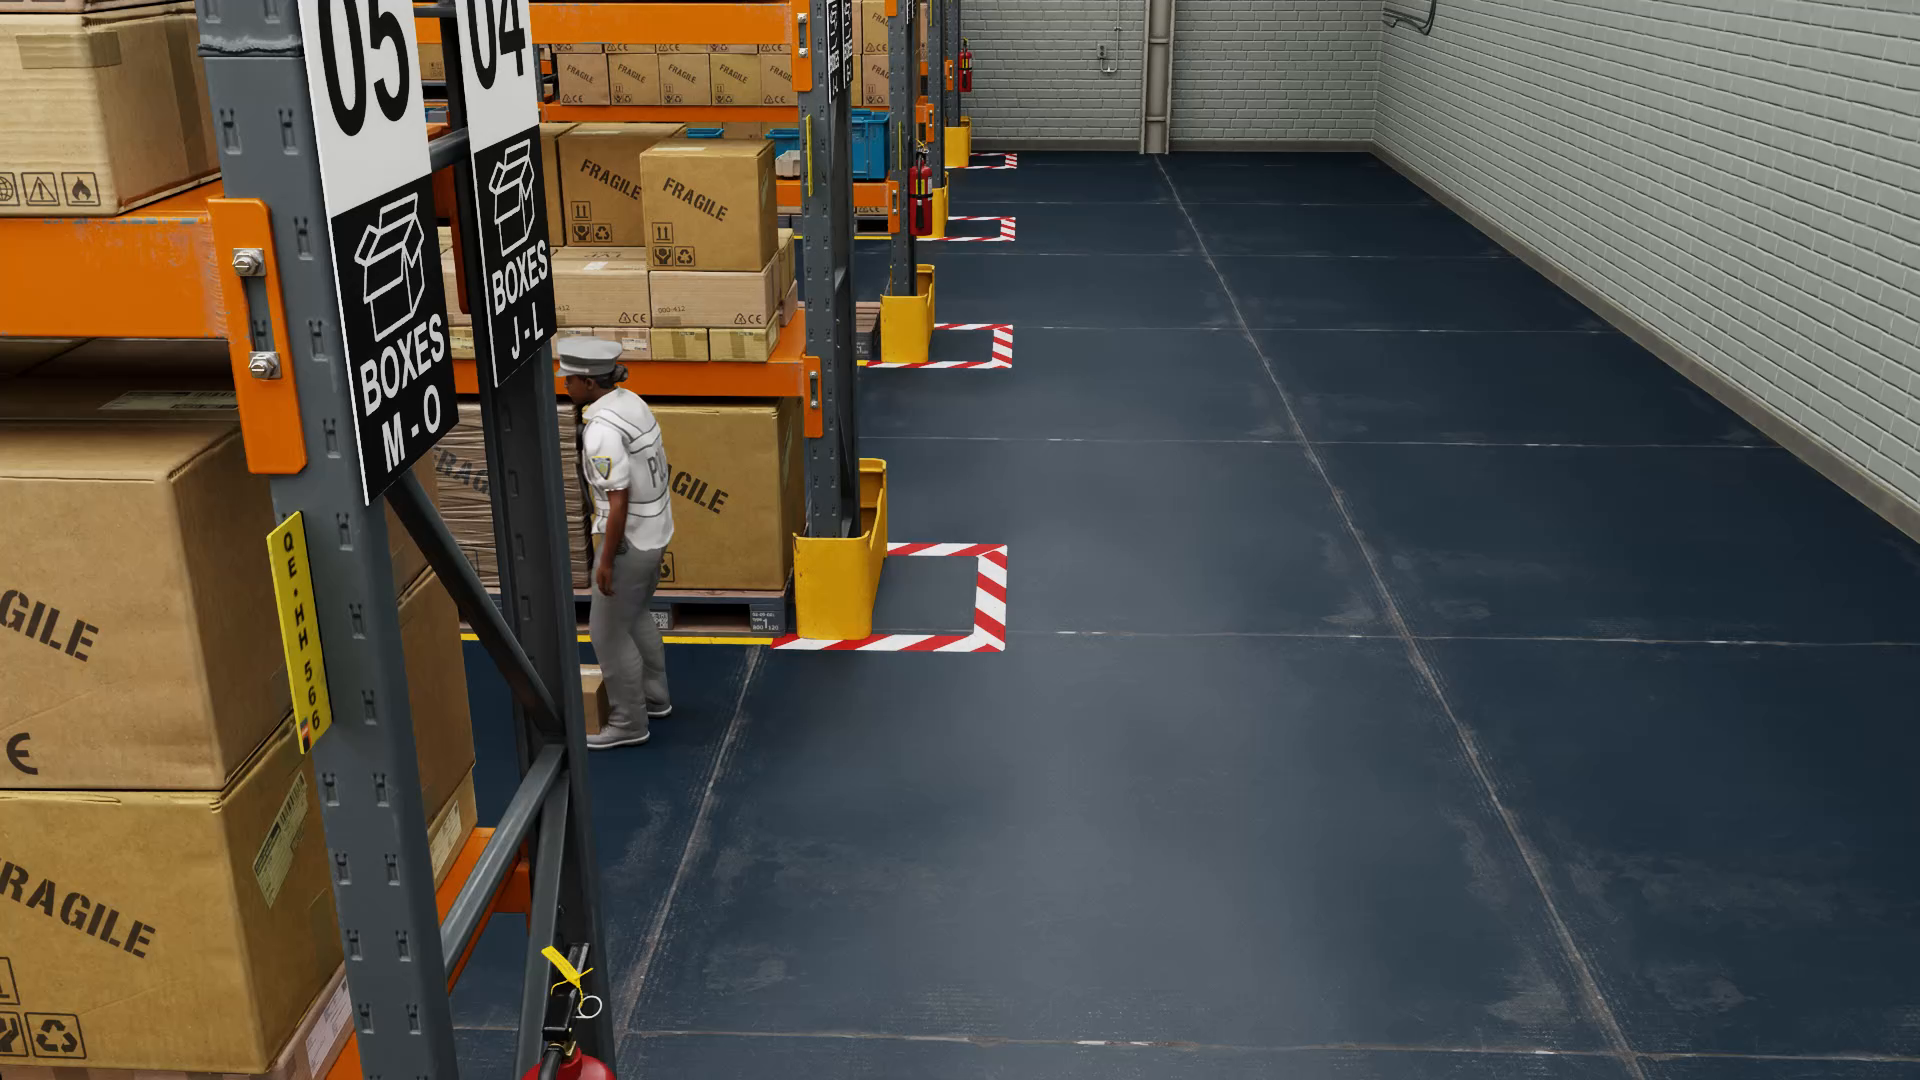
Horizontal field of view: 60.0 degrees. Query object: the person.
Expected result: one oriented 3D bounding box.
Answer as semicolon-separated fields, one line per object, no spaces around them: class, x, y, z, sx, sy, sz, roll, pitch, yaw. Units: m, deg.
person;-1.341;0.013;6.550;0.422;1.656;0.503;1;21;1
